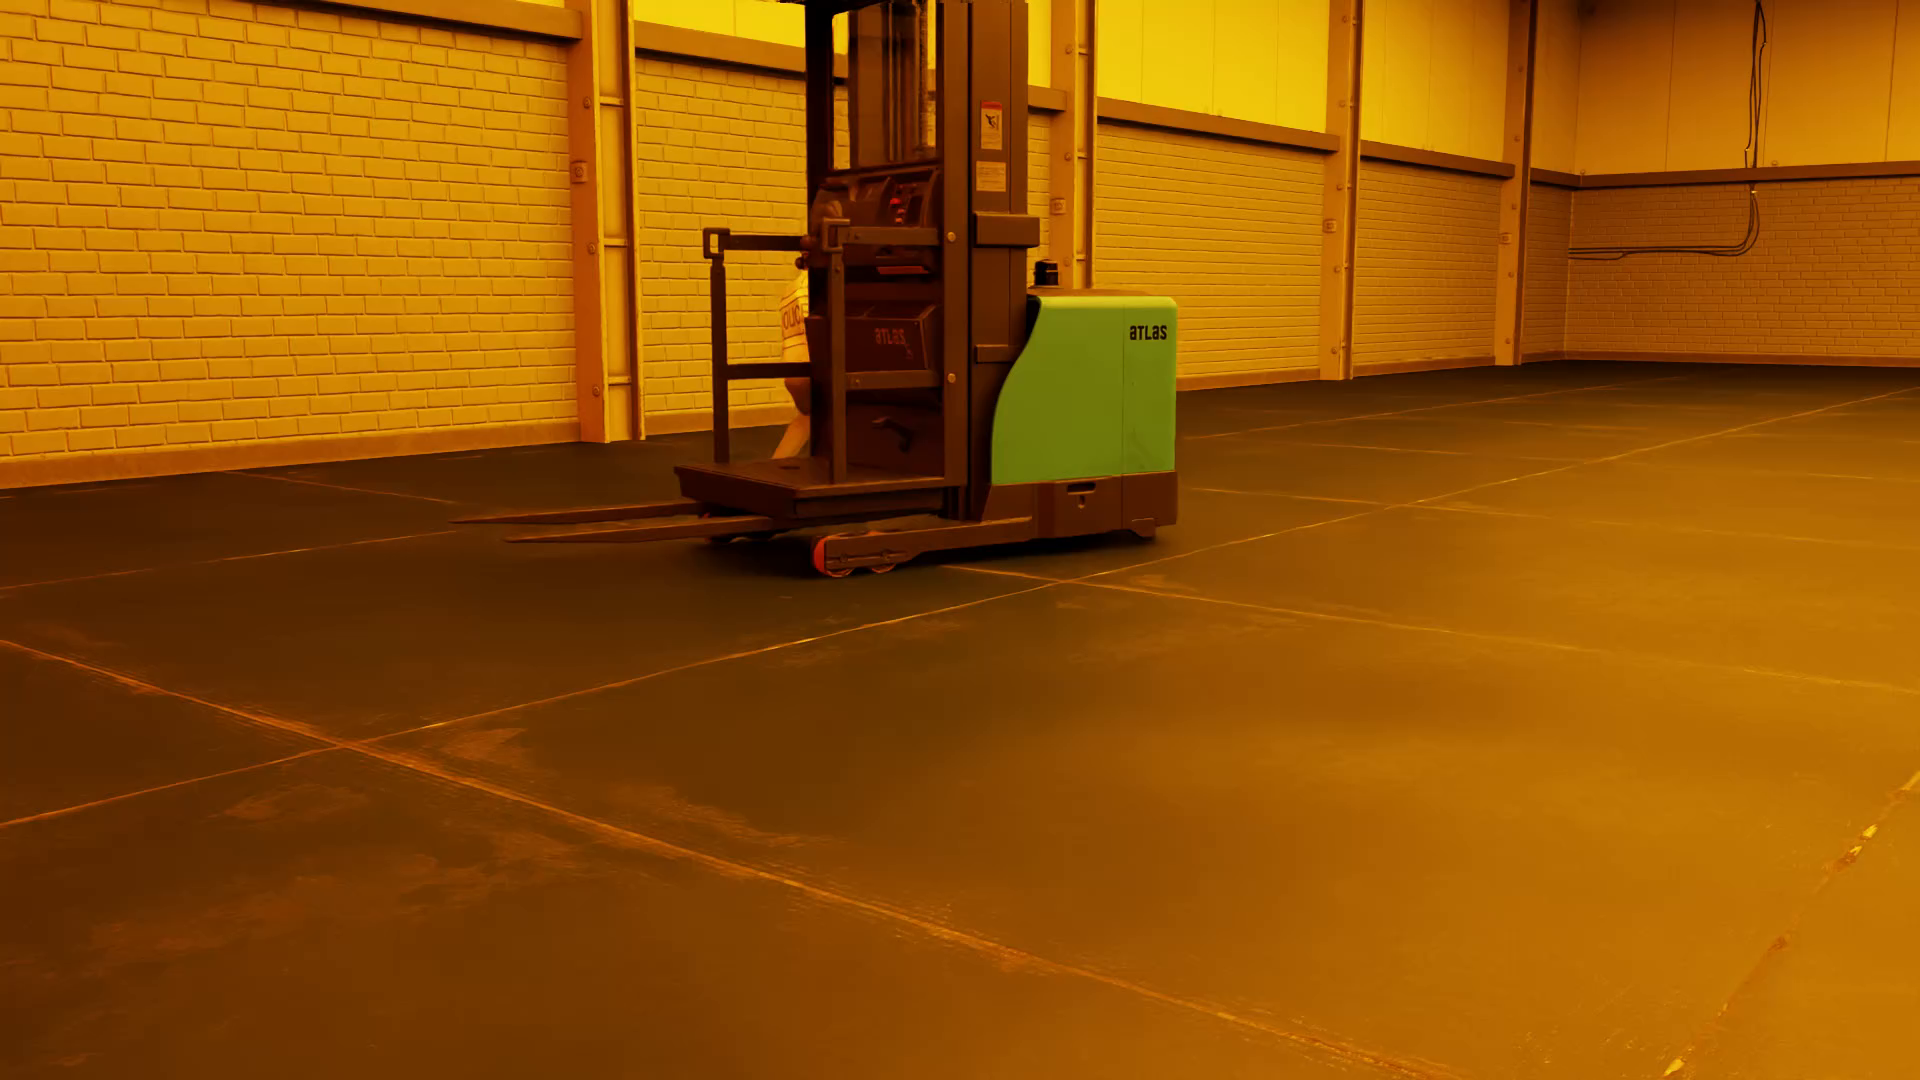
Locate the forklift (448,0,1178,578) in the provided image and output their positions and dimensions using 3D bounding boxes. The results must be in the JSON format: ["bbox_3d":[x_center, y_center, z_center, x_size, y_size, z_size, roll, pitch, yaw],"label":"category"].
[{"bbox_3d":[-0.534,-1.391,6.788,3.031,2.935,1.130,-6,10,-34],"label":"forklift"}]

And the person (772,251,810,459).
[{"bbox_3d":[-0.757,-1.028,9.623,0.722,1.456,0.652,6,10,35],"label":"person"}]
